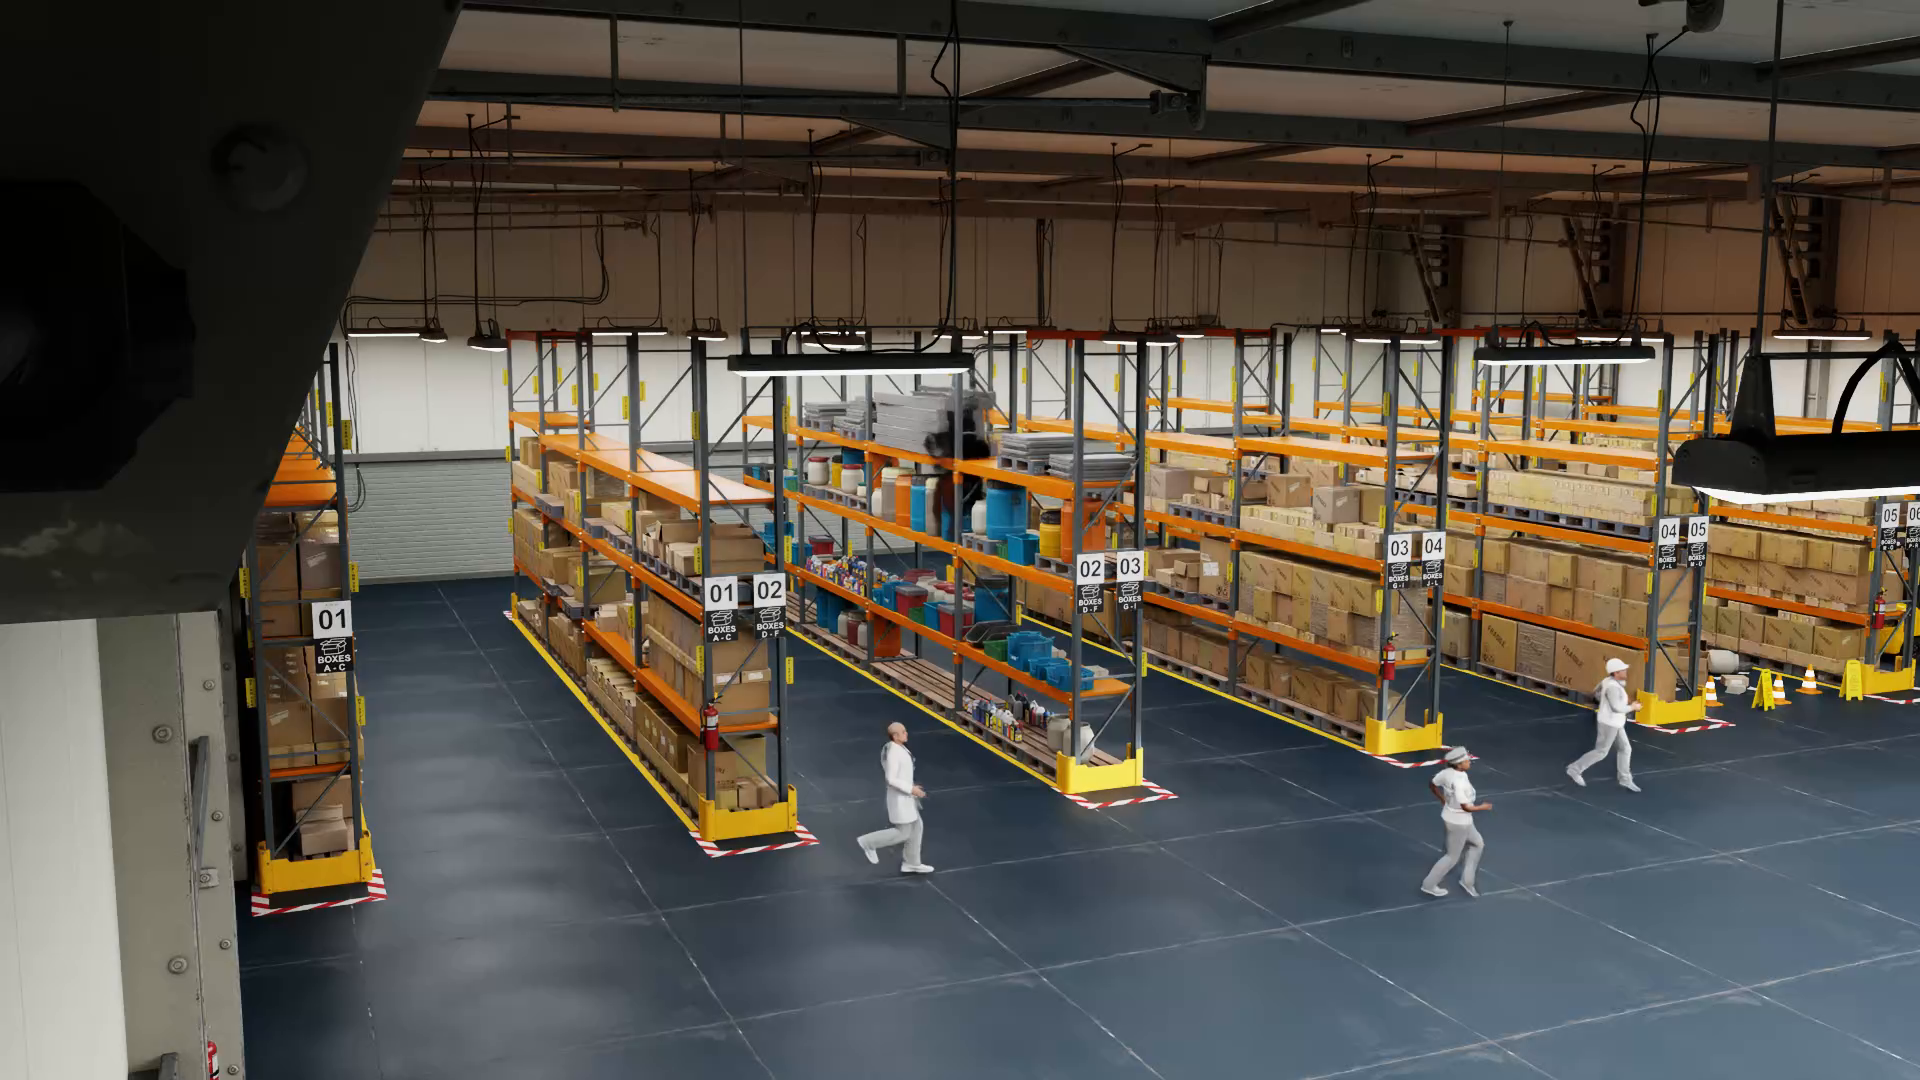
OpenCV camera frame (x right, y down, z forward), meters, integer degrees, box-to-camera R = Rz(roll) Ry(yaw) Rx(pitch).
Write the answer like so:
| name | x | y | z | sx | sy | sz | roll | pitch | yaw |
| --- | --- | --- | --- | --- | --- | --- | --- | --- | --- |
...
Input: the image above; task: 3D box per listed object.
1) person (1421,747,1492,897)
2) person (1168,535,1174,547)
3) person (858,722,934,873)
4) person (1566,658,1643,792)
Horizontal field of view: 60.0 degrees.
| name | x | y | z | sx | sy | sz | roll | pitch | yaw |
| --- | --- | --- | --- | --- | --- | --- | --- | --- | --- |
| person | 5.389 | 3.075 | 18.052 | 0.734 | 1.728 | 0.581 | 1 | 8 | 4 |
| person | 5.252 | -0.144 | 41.689 | 0.528 | 1.622 | 0.633 | 2 | 8 | 15 |
| person | -0.693 | 2.917 | 18.829 | 0.792 | 1.741 | 0.723 | 0 | 8 | 1 |
| person | 8.598 | 2.455 | 22.113 | 0.953 | 1.806 | 0.665 | 3 | 8 | 20 |
